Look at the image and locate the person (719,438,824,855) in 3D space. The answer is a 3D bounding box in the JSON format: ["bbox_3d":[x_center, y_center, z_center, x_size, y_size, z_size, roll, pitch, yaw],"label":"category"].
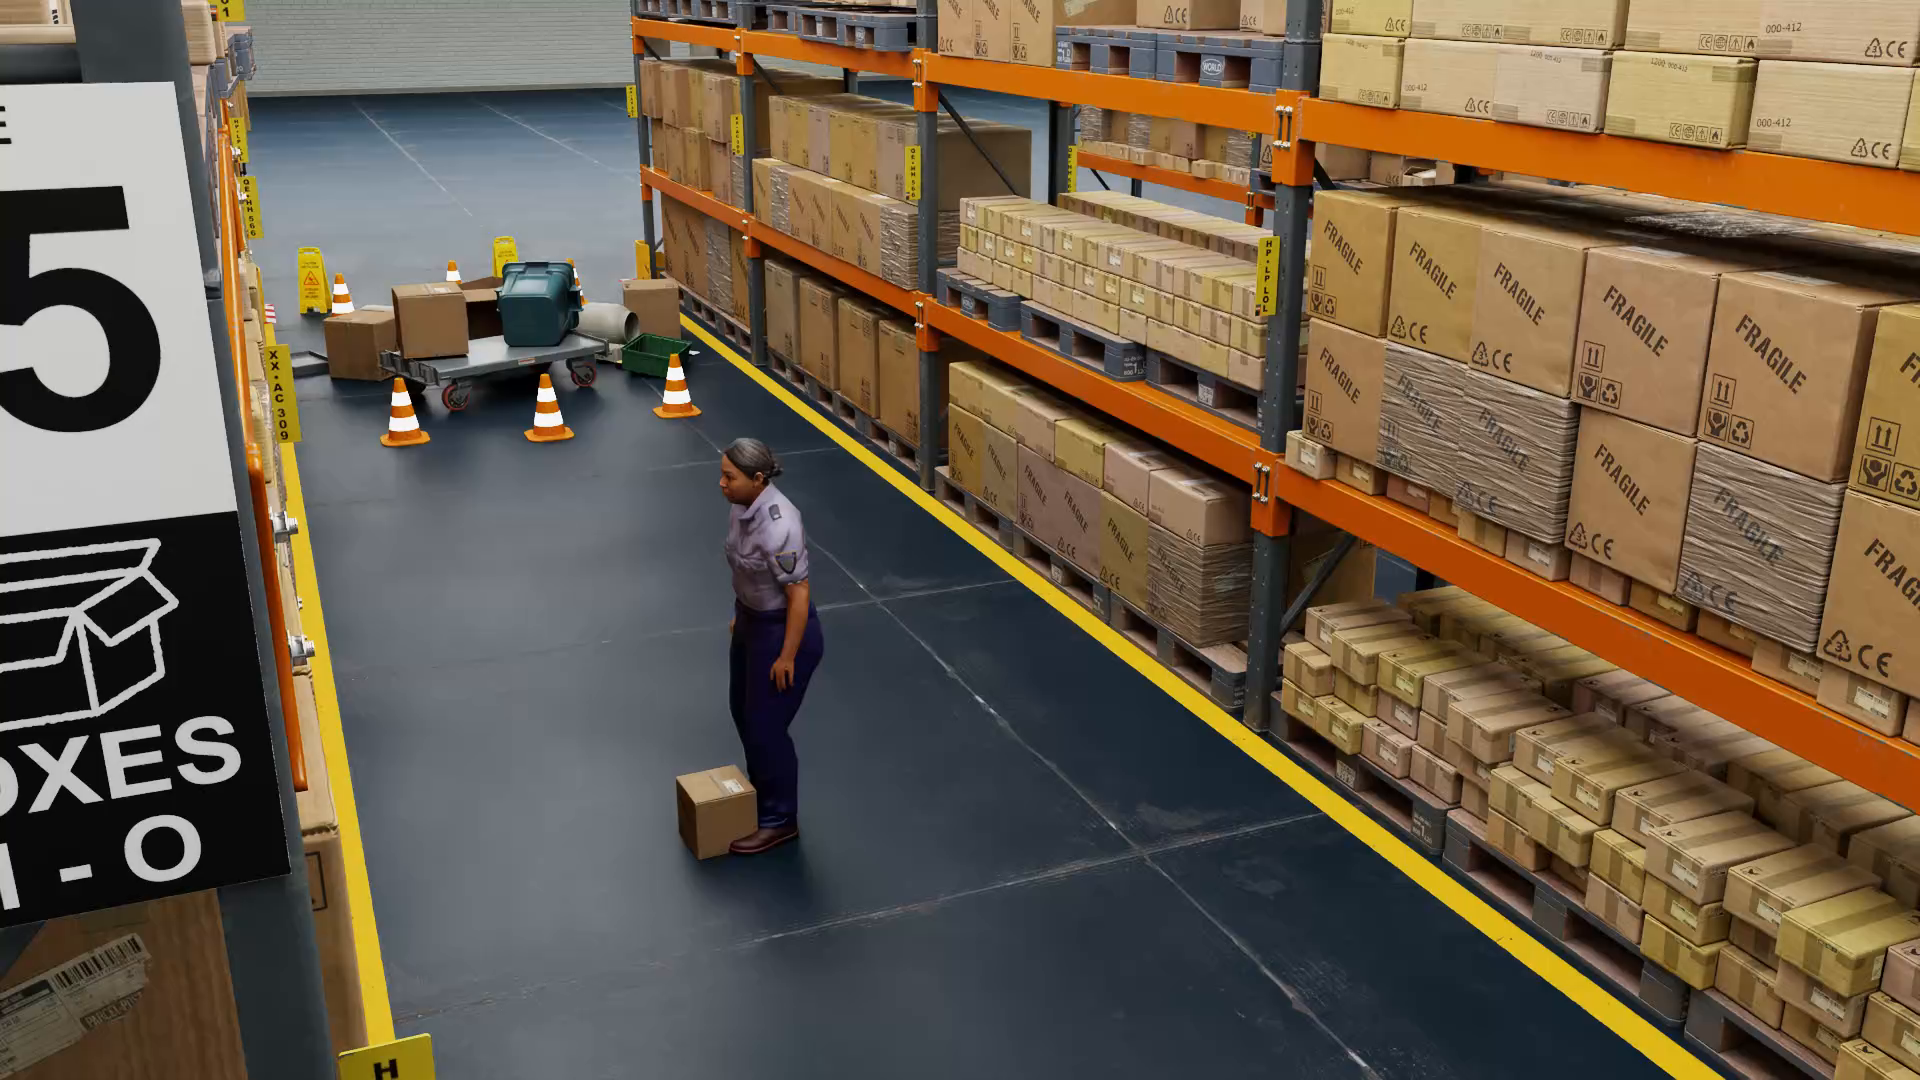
[{"bbox_3d":[-0.773,0.436,6.473,0.426,1.545,0.562,-9,21,-25],"label":"person"}]
